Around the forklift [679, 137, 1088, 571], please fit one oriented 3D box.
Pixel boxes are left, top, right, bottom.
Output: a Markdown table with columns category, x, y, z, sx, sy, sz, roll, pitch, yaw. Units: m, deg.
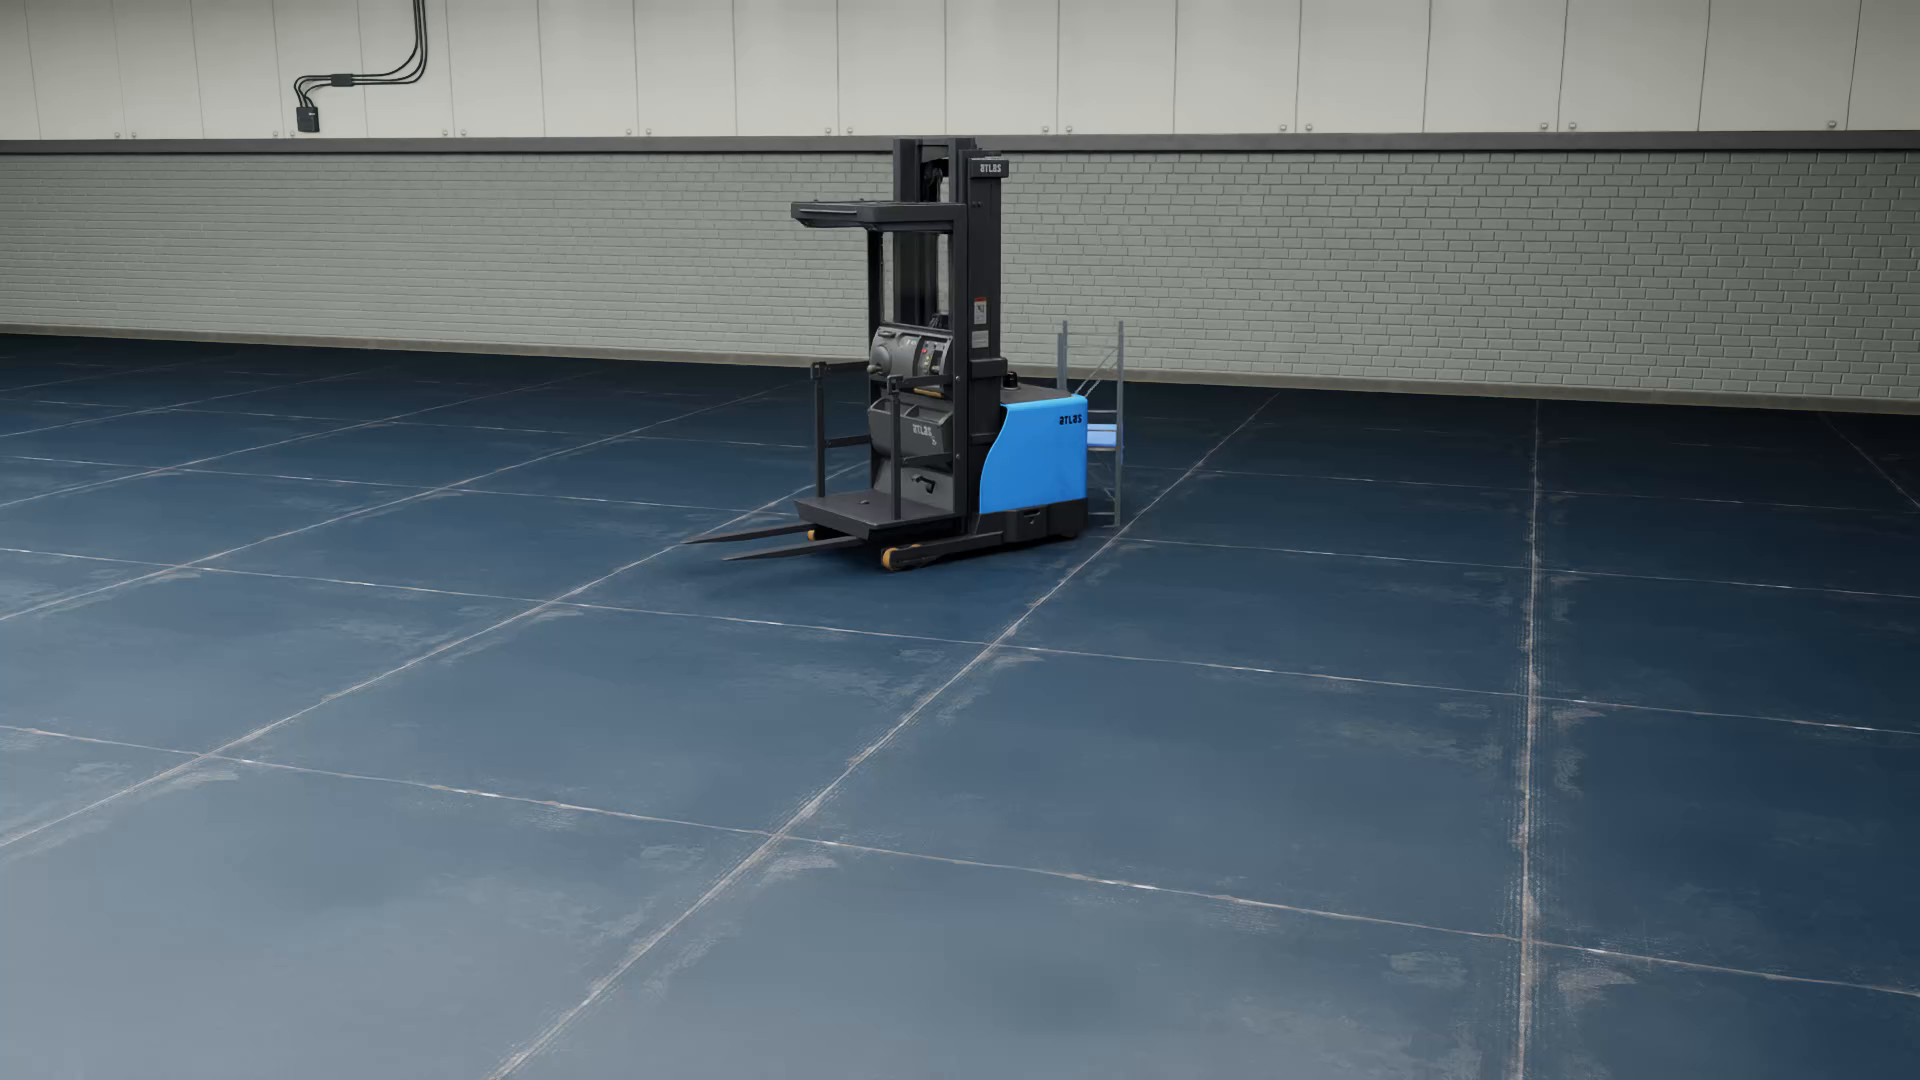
| category | x | y | z | sx | sy | sz | roll | pitch | yaw |
| --- | --- | --- | --- | --- | --- | --- | --- | --- | --- |
| forklift | -0.521 | -1.343 | 11.787 | 3.031 | 2.935 | 1.130 | -9 | 16 | -35 |

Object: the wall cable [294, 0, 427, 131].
| category | x | y | z | sx | sy | sz | roll | pitch | yaw |
| --- | --- | --- | --- | --- | --- | --- | --- | --- | --- |
| wall cable | -8.722 | -8.913 | 23.674 | 2.305 | 6.003 | 0.169 | 4 | 14 | 18 |

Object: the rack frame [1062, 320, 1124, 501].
| category | x | y | z | sx | sy | sz | roll | pitch | yaw |
| --- | --- | --- | --- | --- | --- | --- | --- | --- | --- |
| rack frame | 1.089 | -1.066 | 13.786 | 0.500 | 1.500 | 0.032 | 1 | 13 | 5 |

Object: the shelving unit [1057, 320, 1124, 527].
| category | x | y | z | sx | sy | sz | roll | pitch | yaw |
| --- | --- | --- | --- | --- | --- | --- | --- | --- | --- |
| shelving unit | 1.042 | -0.953 | 13.293 | 0.538 | 1.500 | 1.048 | 1 | 13 | 5 |

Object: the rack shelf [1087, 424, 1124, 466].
| category | x | y | z | sx | sy | sz | roll | pitch | yaw |
| --- | --- | --- | --- | --- | --- | --- | --- | --- | --- |
| rack shelf | 1.042 | -0.778 | 13.333 | 0.538 | 0.185 | 1.000 | 1 | 13 | 5 |

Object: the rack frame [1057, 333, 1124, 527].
| category | x | y | z | sx | sy | sz | roll | pitch | yaw |
| --- | --- | --- | --- | --- | --- | --- | --- | --- | --- |
| rack frame | 0.994 | -0.840 | 12.800 | 0.500 | 1.500 | 0.032 | 1 | 13 | 5 |
